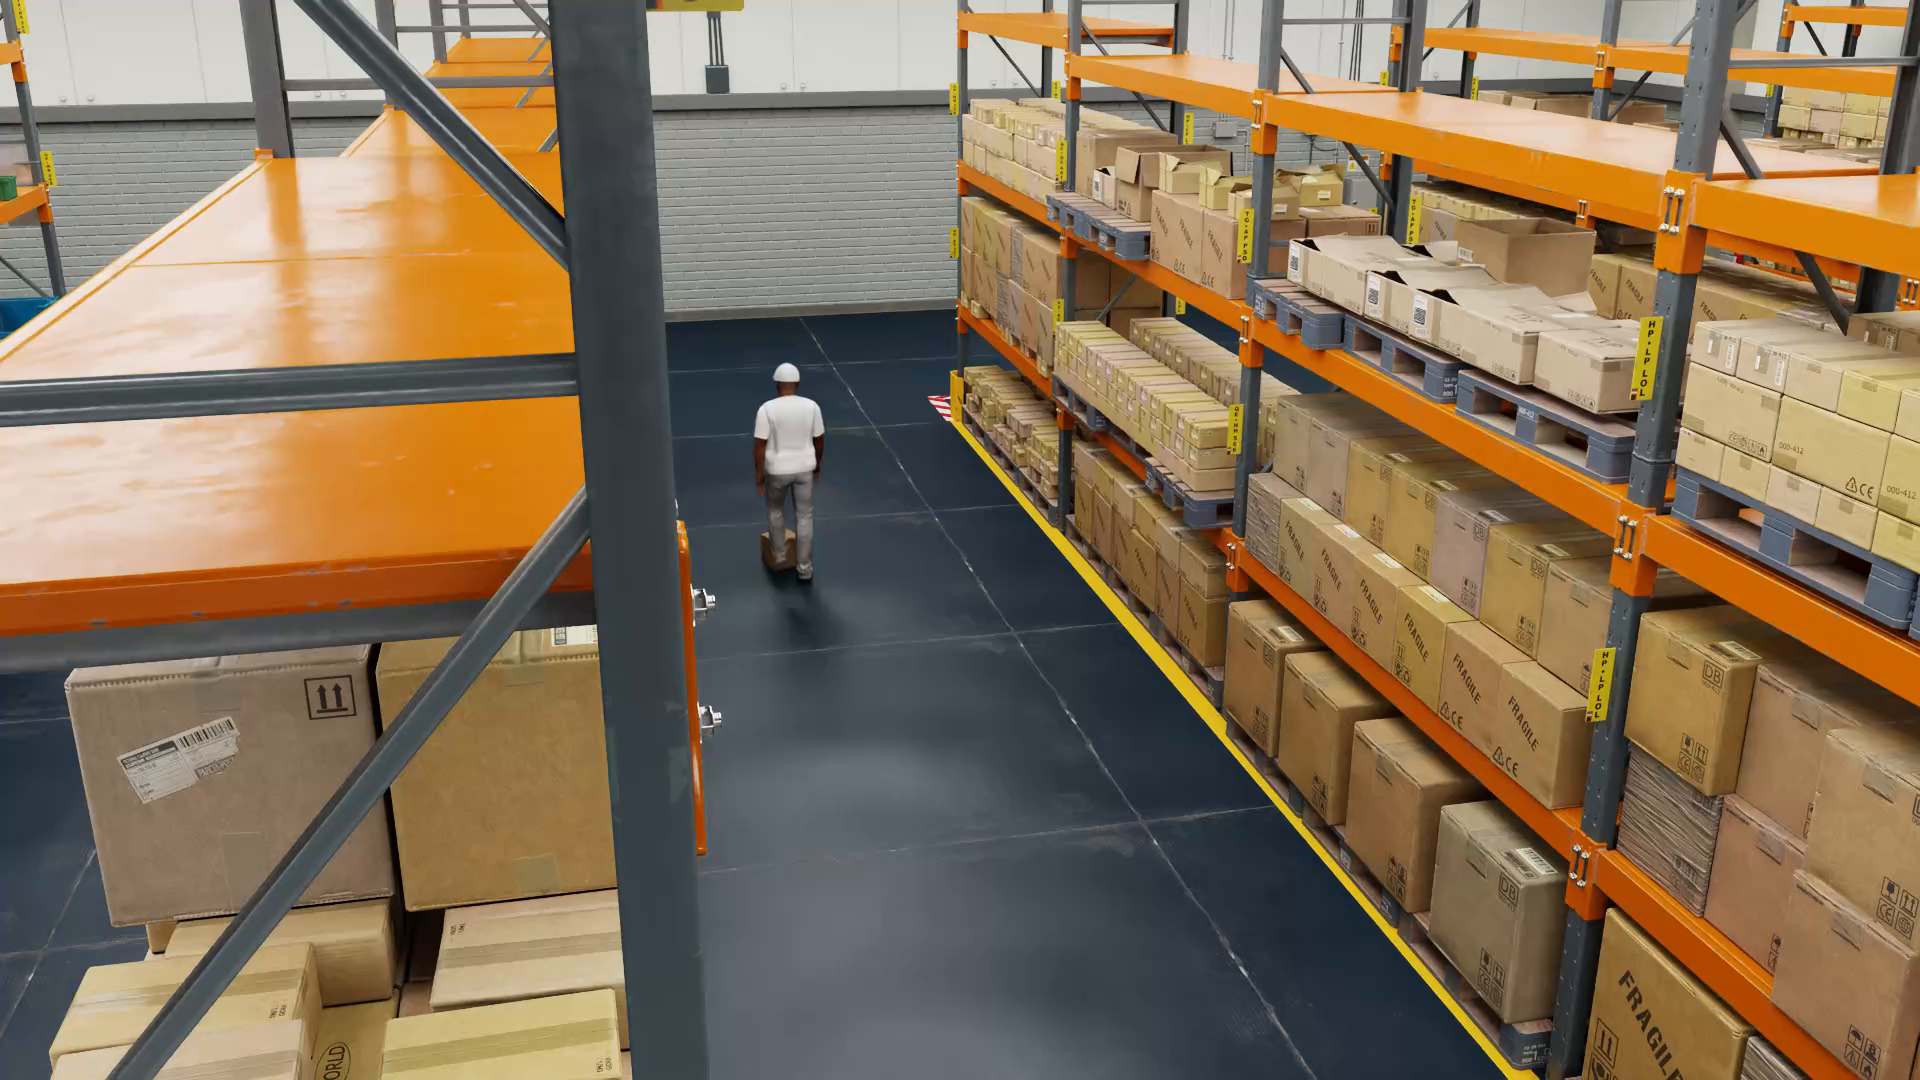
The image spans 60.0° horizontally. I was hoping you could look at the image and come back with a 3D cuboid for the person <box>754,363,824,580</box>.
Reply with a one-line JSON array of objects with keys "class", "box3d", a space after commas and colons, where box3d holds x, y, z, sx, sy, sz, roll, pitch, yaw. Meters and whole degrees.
[{"class": "person", "box3d": [-1.395, -0.544, 13.647, 0.593, 1.818, 0.732, -4, 20, -12]}]
